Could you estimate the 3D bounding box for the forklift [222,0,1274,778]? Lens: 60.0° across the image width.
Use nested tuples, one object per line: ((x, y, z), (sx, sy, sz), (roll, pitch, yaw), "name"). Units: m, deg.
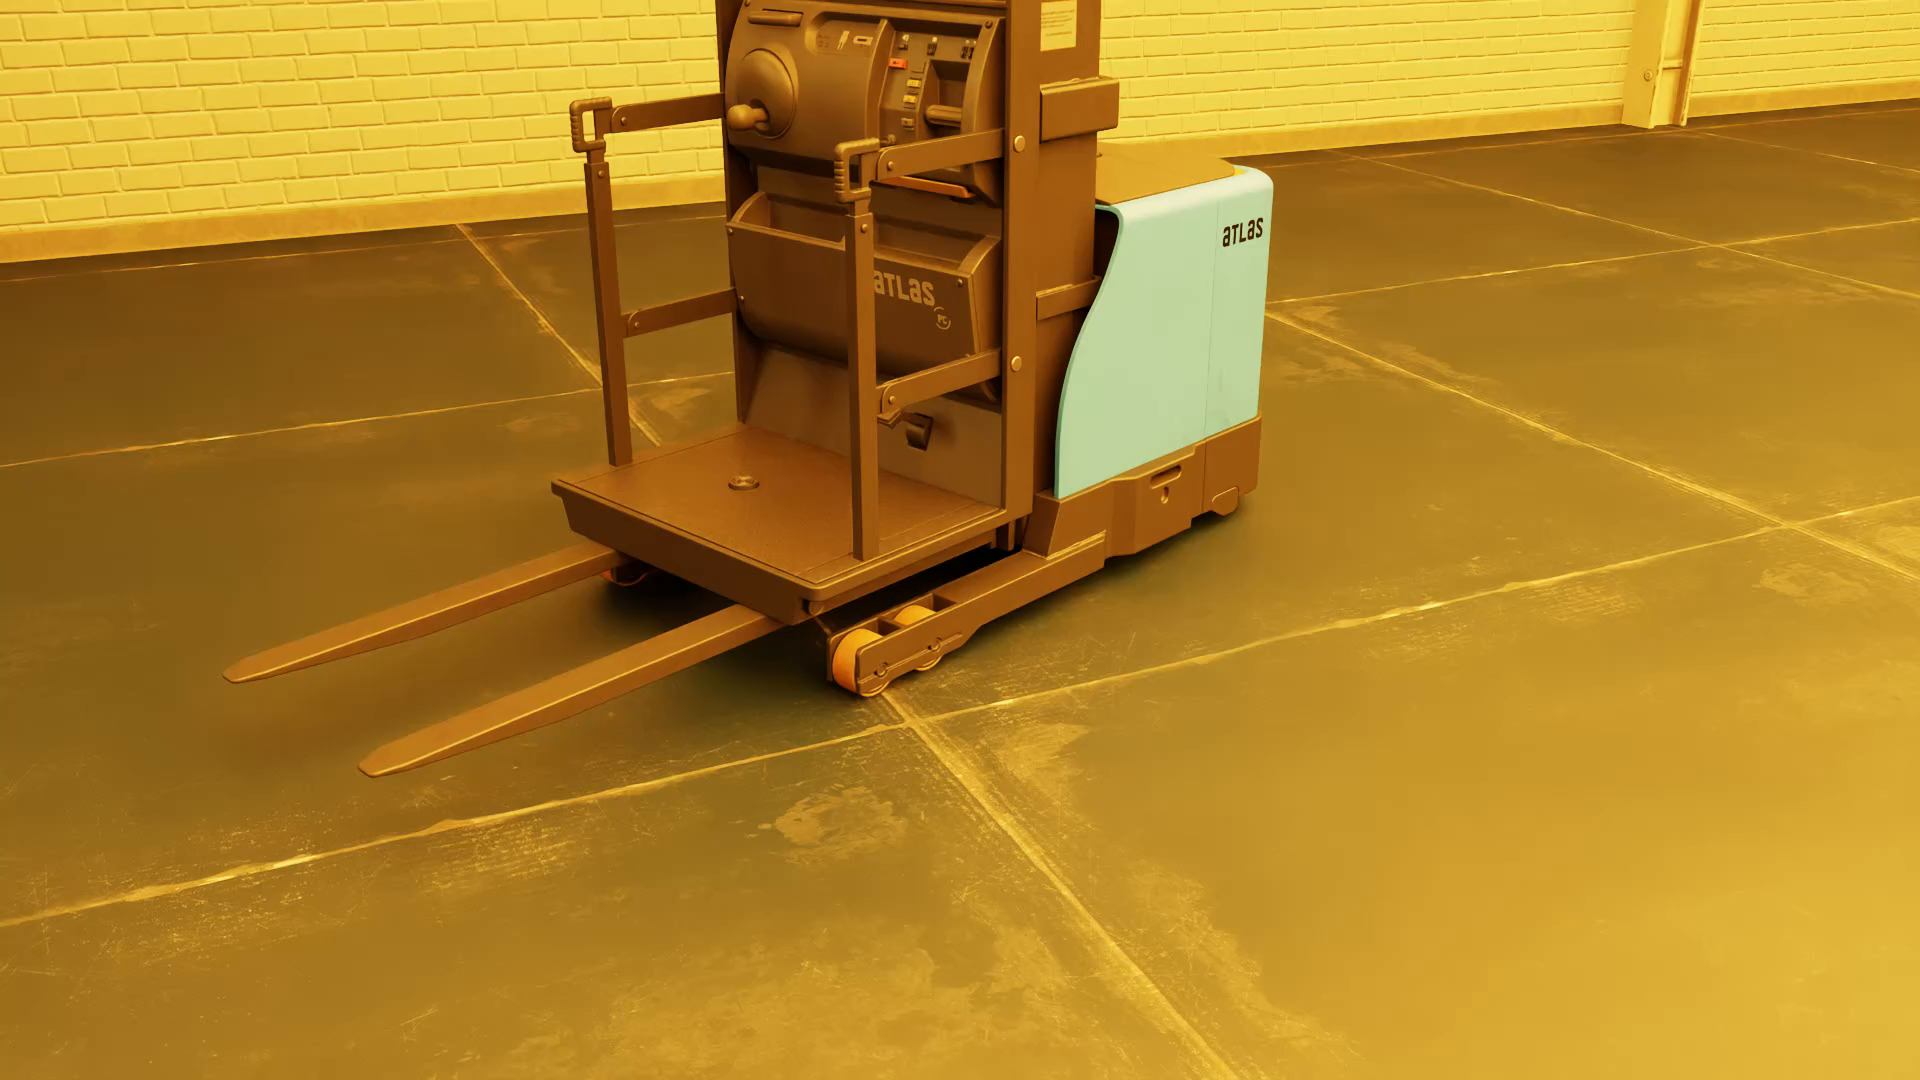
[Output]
((-0.413, -1.182, 4.131), (1.130, 2.935, 3.031), (19, 29, 39), "forklift")
